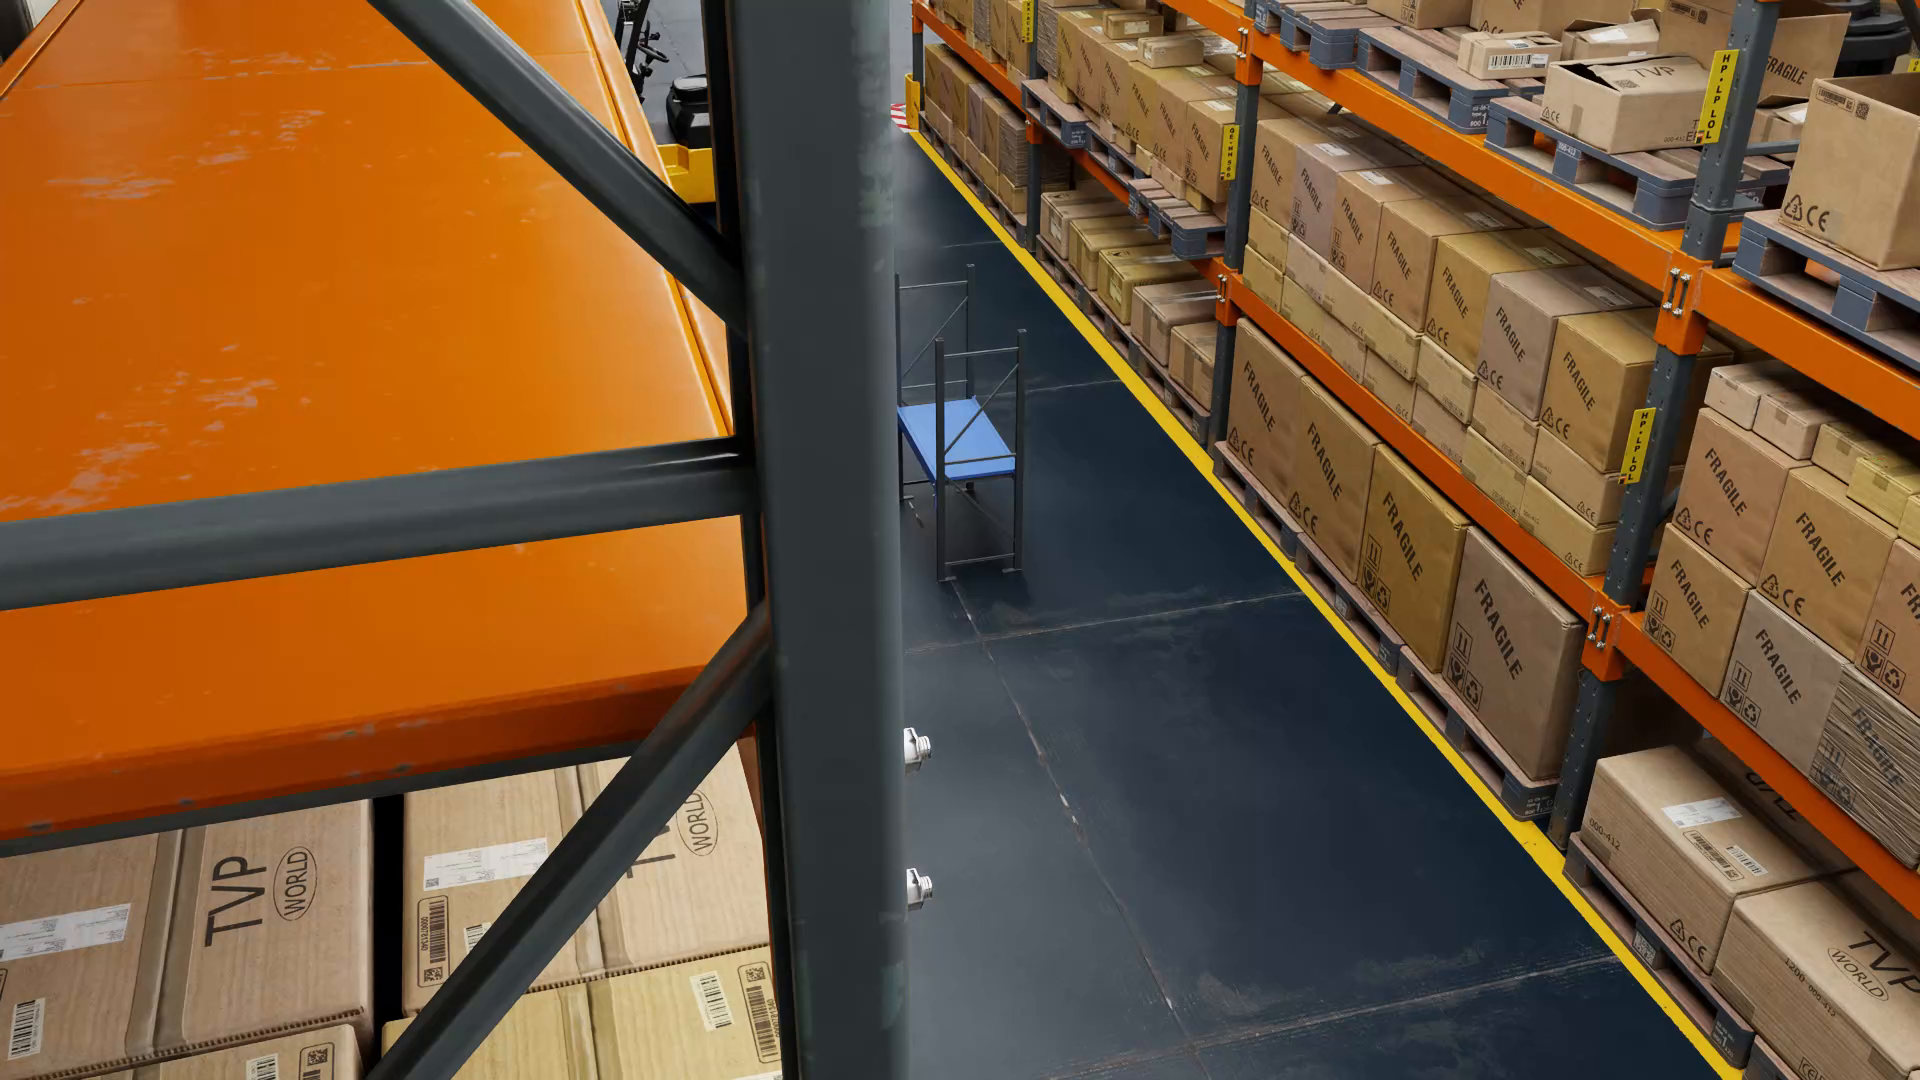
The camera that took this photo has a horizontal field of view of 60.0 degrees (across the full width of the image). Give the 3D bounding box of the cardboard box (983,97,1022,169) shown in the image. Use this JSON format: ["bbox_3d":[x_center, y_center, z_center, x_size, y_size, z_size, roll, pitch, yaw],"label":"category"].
[{"bbox_3d":[0.512,-3.653,14.876,0.500,0.500,0.500,-7,31,-12],"label":"cardboard box"}]

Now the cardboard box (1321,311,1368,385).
[{"bbox_3d":[2.301,-1.075,8.994,0.500,0.250,0.500,-7,31,-12],"label":"cardboard box"}]

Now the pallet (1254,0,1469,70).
[{"bbox_3d":[2.349,-2.822,9.057,1.213,0.211,1.003,-6,31,-11],"label":"pallet"}]

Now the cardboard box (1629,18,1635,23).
[{"bbox_3d":[5.825,-4.058,13.898,0.500,0.500,0.500,-8,31,-13],"label":"cardboard box"}]

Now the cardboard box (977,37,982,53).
[{"bbox_3d":[0.374,-4.465,14.952,0.380,0.149,0.250,-8,31,-14],"label":"cardboard box"}]

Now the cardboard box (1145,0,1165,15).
[{"bbox_3d":[1.601,-3.952,12.351,0.380,0.149,0.250,-9,31,-15],"label":"cardboard box"}]

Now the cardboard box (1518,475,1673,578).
[{"bbox_3d":[2.826,-0.096,7.302,0.500,0.250,0.500,-9,31,-14],"label":"cardboard box"}]

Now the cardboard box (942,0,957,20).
[{"bbox_3d":[0.138,-5.184,15.547,0.500,0.500,0.500,-8,31,-14],"label":"cardboard box"}]

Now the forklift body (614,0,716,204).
[{"bbox_3d":[-2.519,-4.071,14.868,2.313,2.155,1.214,-8,31,-13],"label":"forklift body"}]

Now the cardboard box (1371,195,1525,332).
[{"bbox_3d":[2.416,-1.381,8.274,0.500,0.500,0.500,-7,31,-12],"label":"cardboard box"}]

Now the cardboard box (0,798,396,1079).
[{"bbox_3d":[-1.059,0.609,2.295,0.500,0.250,0.500,-9,31,-15],"label":"cardboard box"}]

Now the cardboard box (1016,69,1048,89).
[{"bbox_3d":[0.686,-3.848,13.885,0.380,0.149,0.250,-8,31,-14],"label":"cardboard box"}]

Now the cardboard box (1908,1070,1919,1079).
[{"bbox_3d":[3.727,2.135,5.437,0.875,0.438,0.875,-7,31,-12],"label":"cardboard box"}]

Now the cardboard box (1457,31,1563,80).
[{"bbox_3d":[2.542,-2.250,7.694,0.380,0.166,0.250,-5,30,-9],"label":"cardboard box"}]

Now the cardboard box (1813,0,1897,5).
[{"bbox_3d":[6.489,-3.802,12.458,0.700,0.500,0.500,-8,31,-14],"label":"cardboard box"}]

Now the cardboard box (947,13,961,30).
[{"bbox_3d":[0.091,-4.965,15.816,0.380,0.149,0.250,-7,31,-12],"label":"cardboard box"}]

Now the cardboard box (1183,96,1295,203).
[{"bbox_3d":[1.738,-2.446,10.397,0.500,0.500,0.500,-9,31,-15],"label":"cardboard box"}]

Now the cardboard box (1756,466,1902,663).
[{"bbox_3d":[3.209,0.053,5.797,0.500,0.500,0.500,-8,31,-14],"label":"cardboard box"}]

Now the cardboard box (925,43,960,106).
[{"bbox_3d":[-0.043,-4.652,16.601,0.500,0.500,0.500,-9,31,-15],"label":"cardboard box"}]

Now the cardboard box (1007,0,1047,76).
[{"bbox_3d":[0.707,-4.195,13.838,0.500,0.500,0.500,-9,31,-15],"label":"cardboard box"}]

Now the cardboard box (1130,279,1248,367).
[{"bbox_3d":[1.783,-1.584,11.927,0.950,0.372,0.625,-8,31,-14],"label":"cardboard box"}]

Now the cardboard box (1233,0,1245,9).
[{"bbox_3d":[1.840,-3.223,9.812,0.380,0.149,0.250,-8,31,-13],"label":"cardboard box"}]

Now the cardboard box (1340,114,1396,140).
[{"bbox_3d":[2.516,-2.171,9.639,0.500,0.500,0.500,-9,31,-15],"label":"cardboard box"}]

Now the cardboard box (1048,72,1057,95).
[{"bbox_3d":[0.907,-3.606,13.048,0.380,0.149,0.250,-7,31,-13],"label":"cardboard box"}]

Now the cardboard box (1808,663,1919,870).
[{"bbox_3d":[3.316,0.725,5.634,0.500,0.500,0.500,-8,31,-13],"label":"cardboard box"}]

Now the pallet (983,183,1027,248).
[{"bbox_3d":[0.852,-2.954,14.875,1.003,0.211,1.213,-8,31,-13],"label":"pallet"}]

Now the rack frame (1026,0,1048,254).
[{"bbox_3d":[1.065,-3.842,13.624,1.000,3.000,0.127,-8,31,-13],"label":"rack frame"}]

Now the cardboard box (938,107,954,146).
[{"bbox_3d":[0.079,-4.091,16.381,0.500,0.250,0.500,-7,31,-11],"label":"cardboard box"}]

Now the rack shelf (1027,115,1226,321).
[{"bbox_3d":[1.596,-2.564,12.135,1.077,0.370,4.000,-8,31,-13],"label":"rack shelf"}]

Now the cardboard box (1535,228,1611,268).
[{"bbox_3d":[3.056,-1.189,7.943,0.500,0.500,0.500,-9,31,-15],"label":"cardboard box"}]

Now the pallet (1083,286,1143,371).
[{"bbox_3d":[1.600,-1.669,12.653,1.003,0.211,1.213,-8,31,-13],"label":"pallet"}]

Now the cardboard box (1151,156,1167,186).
[{"bbox_3d":[1.503,-2.468,11.082,0.380,0.149,0.250,-9,31,-16],"label":"cardboard box"}]

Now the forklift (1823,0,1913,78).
[{"bbox_3d":[4.773,-2.029,10.560,1.130,2.935,3.031,-7,31,-11],"label":"forklift"}]

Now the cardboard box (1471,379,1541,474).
[{"bbox_3d":[2.697,-0.550,7.588,0.500,0.250,0.500,-7,31,-12],"label":"cardboard box"}]

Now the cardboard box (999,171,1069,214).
[{"bbox_3d":[0.649,-3.083,14.639,0.500,0.250,0.500,-6,31,-11],"label":"cardboard box"}]

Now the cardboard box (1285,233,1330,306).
[{"bbox_3d":[2.159,-1.534,9.287,0.500,0.250,0.500,-7,31,-12],"label":"cardboard box"}]

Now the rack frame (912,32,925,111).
[{"bbox_3d":[0.003,-5.774,16.962,1.000,3.000,0.127,-8,31,-13],"label":"rack frame"}]

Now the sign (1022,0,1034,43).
[{"bbox_3d":[0.544,-4.140,13.276,0.100,0.325,0.005,-8,31,-13],"label":"sign"}]

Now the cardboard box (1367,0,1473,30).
[{"bbox_3d":[2.572,-2.980,8.622,0.700,0.500,0.500,-9,31,-16],"label":"cardboard box"}]

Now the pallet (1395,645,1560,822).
[{"bbox_3d":[2.911,0.866,8.273,1.003,0.211,1.213,-8,31,-13],"label":"pallet"}]

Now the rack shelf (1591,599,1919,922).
[{"bbox_3d":[3.719,1.300,5.460,1.077,0.370,4.000,-8,31,-13],"label":"rack shelf"}]

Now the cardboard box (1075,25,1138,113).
[{"bbox_3d":[1.164,-3.448,12.128,0.500,0.500,0.500,-8,31,-14],"label":"cardboard box"}]

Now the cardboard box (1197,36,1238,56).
[{"bbox_3d":[1.812,-3.260,11.804,0.500,0.500,0.500,-9,31,-15],"label":"cardboard box"}]

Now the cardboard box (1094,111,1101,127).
[{"bbox_3d":[1.205,-3.108,12.187,0.380,0.149,0.250,-8,31,-13],"label":"cardboard box"}]

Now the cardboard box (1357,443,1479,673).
[{"bbox_3d":[2.699,0.036,8.626,0.875,0.875,0.875,-7,31,-12],"label":"cardboard box"}]

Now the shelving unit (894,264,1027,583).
[{"bbox_3d":[-0.023,-0.690,9.677,0.538,1.500,1.048,-8,31,-13],"label":"shelving unit"}]

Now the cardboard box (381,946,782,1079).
[{"bbox_3d":[-0.410,0.790,1.982,0.500,0.250,0.500,-8,31,-14],"label":"cardboard box"}]

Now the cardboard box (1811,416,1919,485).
[{"bbox_3d":[3.214,-0.308,5.773,0.380,0.149,0.250,-8,31,-14],"label":"cardboard box"}]
